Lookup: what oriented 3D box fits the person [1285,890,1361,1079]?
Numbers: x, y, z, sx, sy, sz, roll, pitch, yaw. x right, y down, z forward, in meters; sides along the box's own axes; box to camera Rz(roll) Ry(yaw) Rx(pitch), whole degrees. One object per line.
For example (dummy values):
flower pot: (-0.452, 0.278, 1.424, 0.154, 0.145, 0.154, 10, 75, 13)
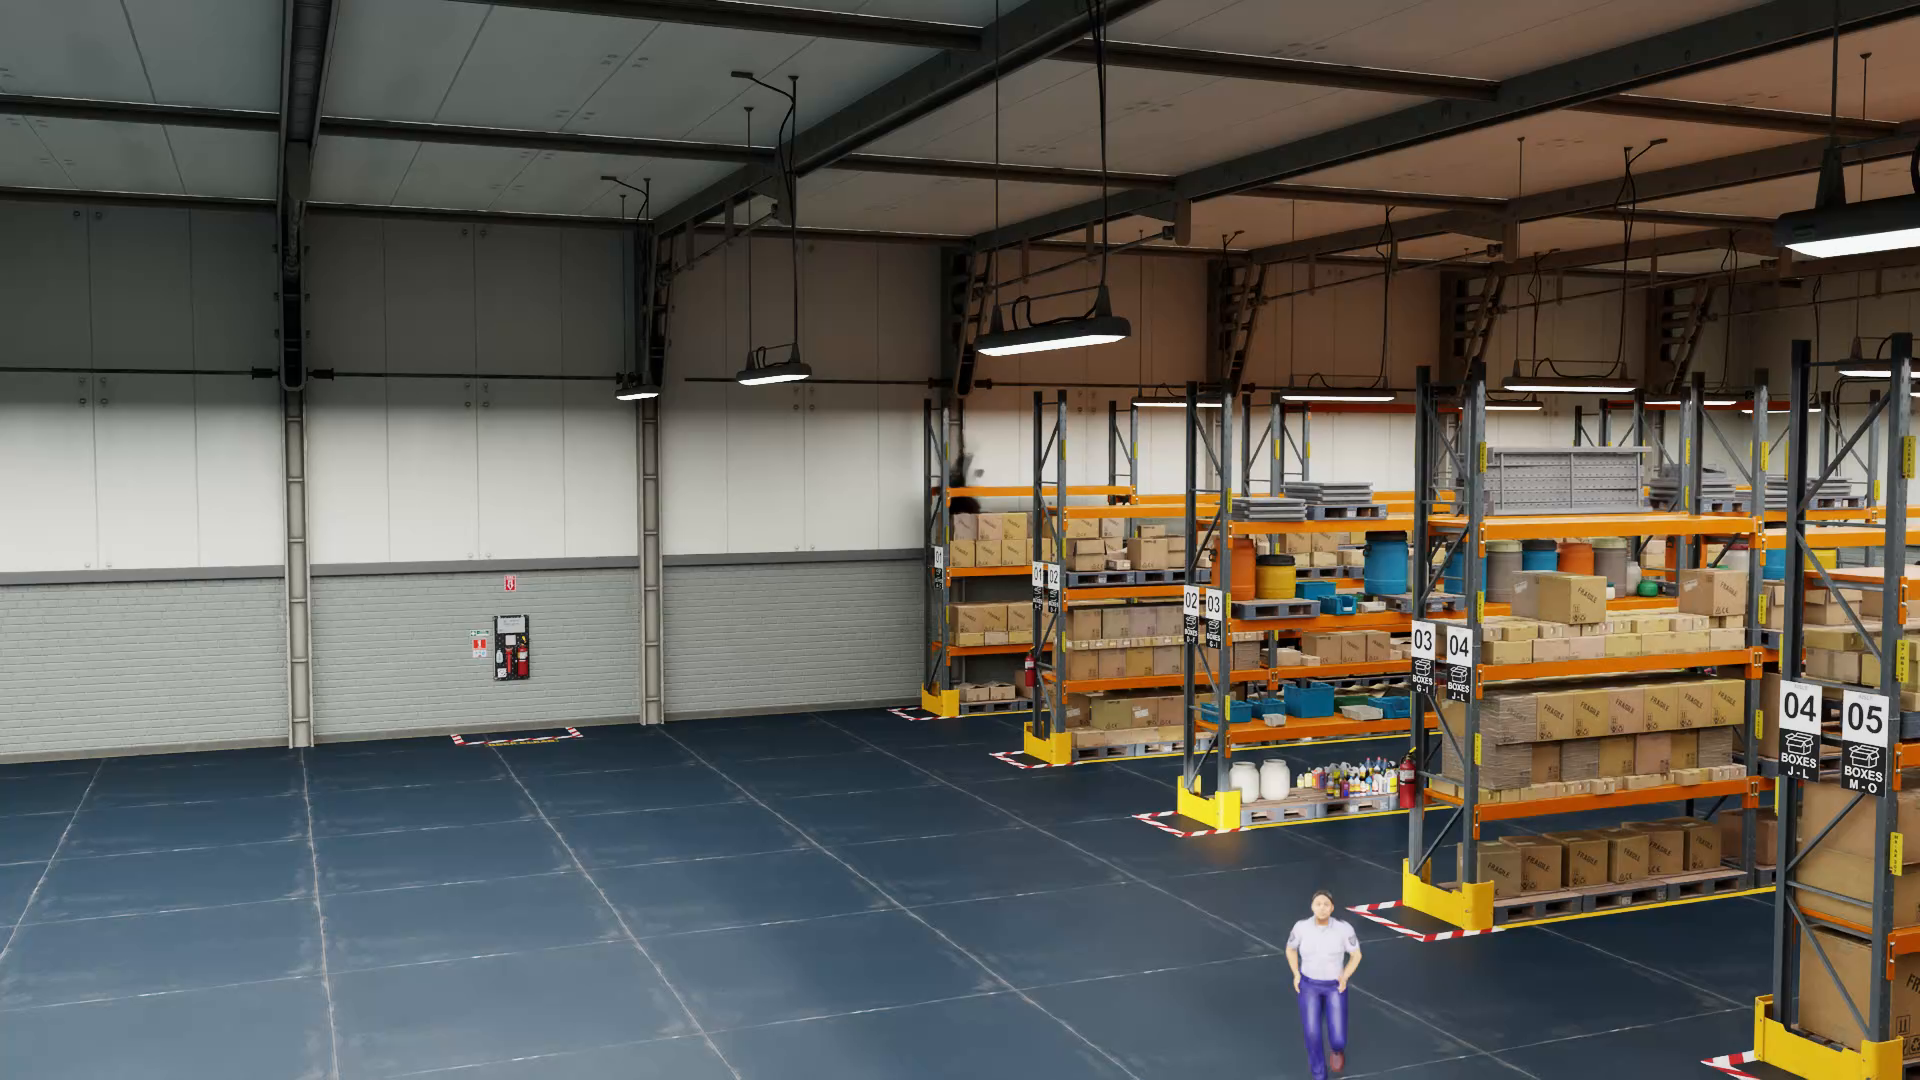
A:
person: (2.898, 3.584, 13.295, 0.594, 1.593, 0.556, 1, 3, 15)
